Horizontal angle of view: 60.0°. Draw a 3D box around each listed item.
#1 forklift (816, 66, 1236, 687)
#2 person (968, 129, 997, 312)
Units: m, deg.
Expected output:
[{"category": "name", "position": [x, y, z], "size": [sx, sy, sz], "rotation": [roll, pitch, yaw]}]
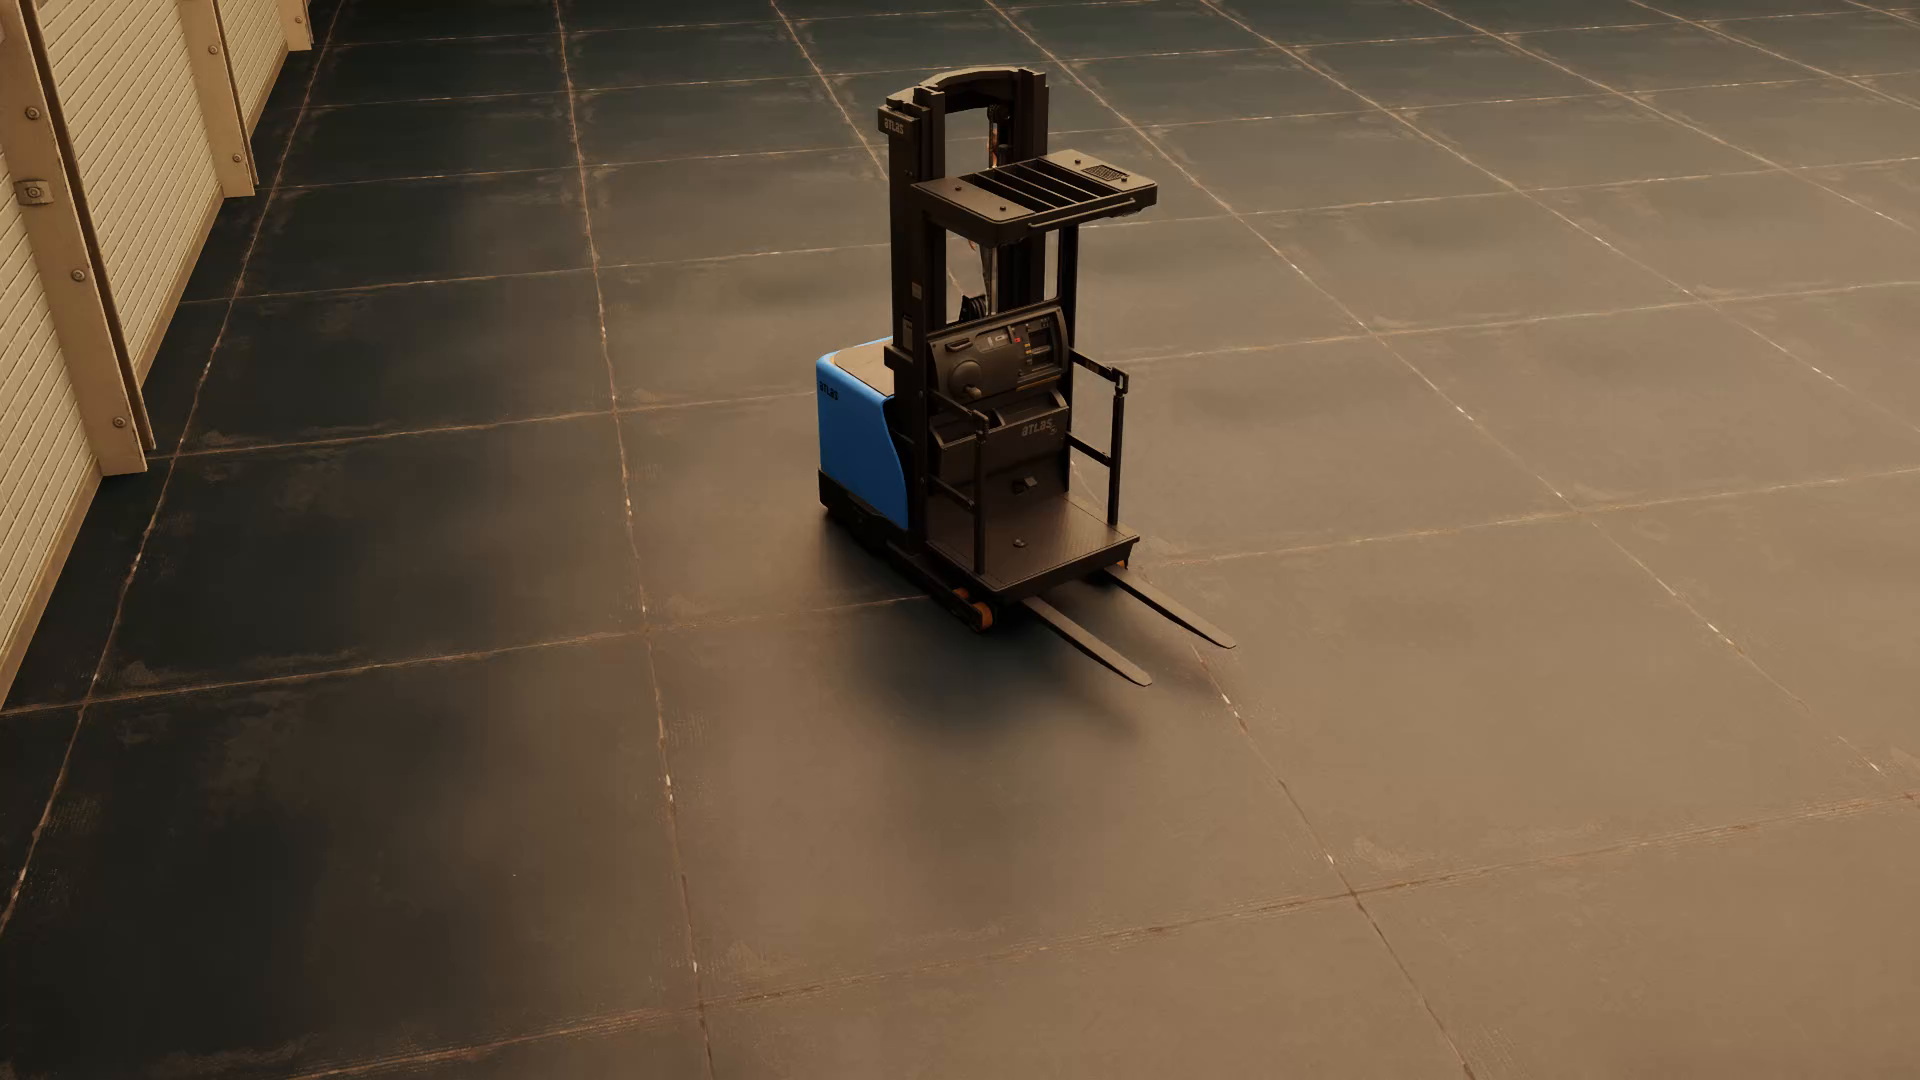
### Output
[{"category": "forklift", "position": [0.355, -1.021, 9.338], "size": [1.130, 2.935, 3.031], "rotation": [-20, 35, -30]}, {"category": "person", "position": [0.299, -2.416, 12.987], "size": [0.551, 1.674, 0.549], "rotation": [-10, 32, -17]}]
